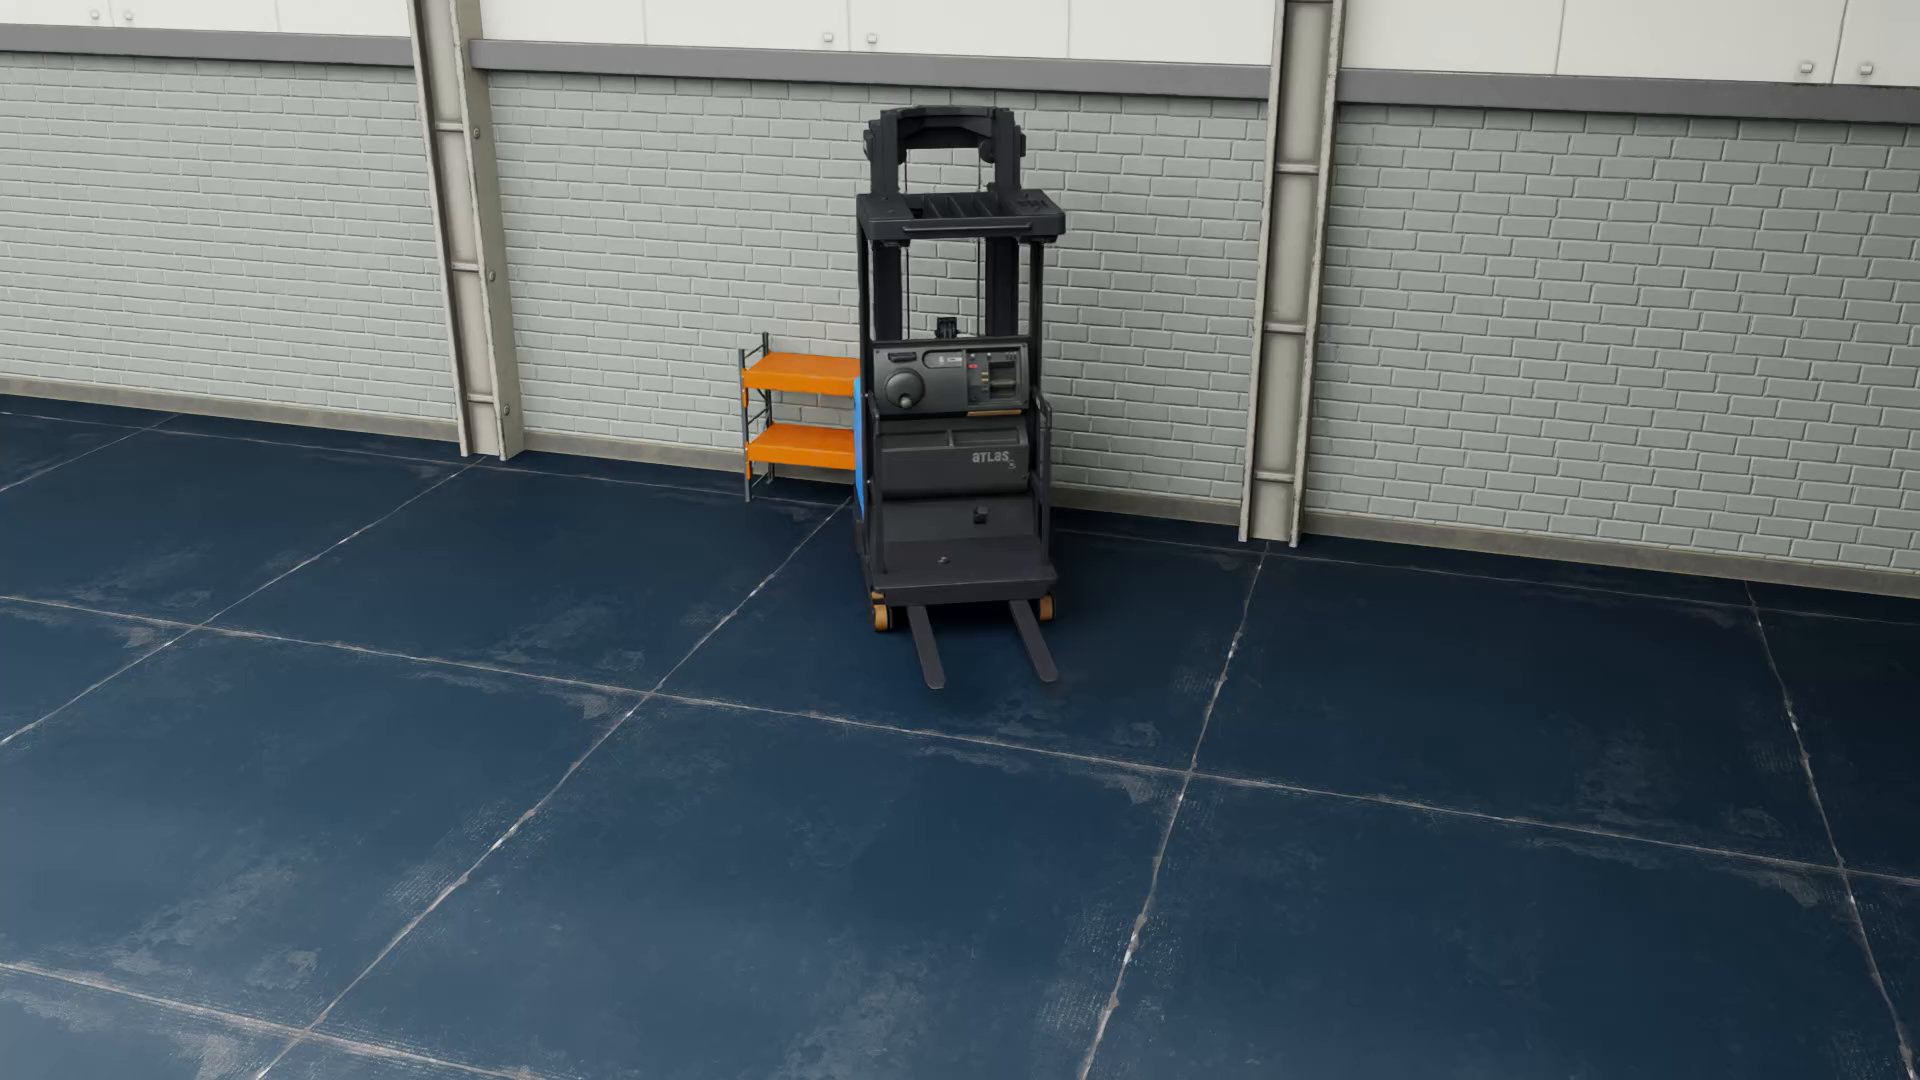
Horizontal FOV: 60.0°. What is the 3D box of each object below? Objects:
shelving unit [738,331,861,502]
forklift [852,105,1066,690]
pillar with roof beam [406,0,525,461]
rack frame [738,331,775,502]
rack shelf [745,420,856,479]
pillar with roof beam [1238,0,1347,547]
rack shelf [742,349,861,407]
[{"bbox_3d":[-0.966,-0.835,11.814,1.048,1.125,0.538,6,23,14],"label":"shelving unit"},{"bbox_3d":[-0.019,-0.952,9.728,1.130,2.935,3.031,-3,22,-7],"label":"forklift"},{"bbox_3d":[-4.871,-3.285,7.422,0.400,9.000,9.100,7,23,16],"label":"pillar with roof beam"},{"bbox_3d":[-1.457,-0.886,11.937,0.032,1.125,0.500,6,23,14],"label":"rack frame"},{"bbox_3d":[-0.966,-0.609,11.907,1.000,0.278,0.538,6,23,14],"label":"rack shelf"},{"bbox_3d":[0.874,-2.628,5.818,0.400,9.000,9.100,7,23,16],"label":"pillar with roof beam"},{"bbox_3d":[-0.966,-1.106,11.703,1.000,0.278,0.538,6,23,14],"label":"rack shelf"}]
